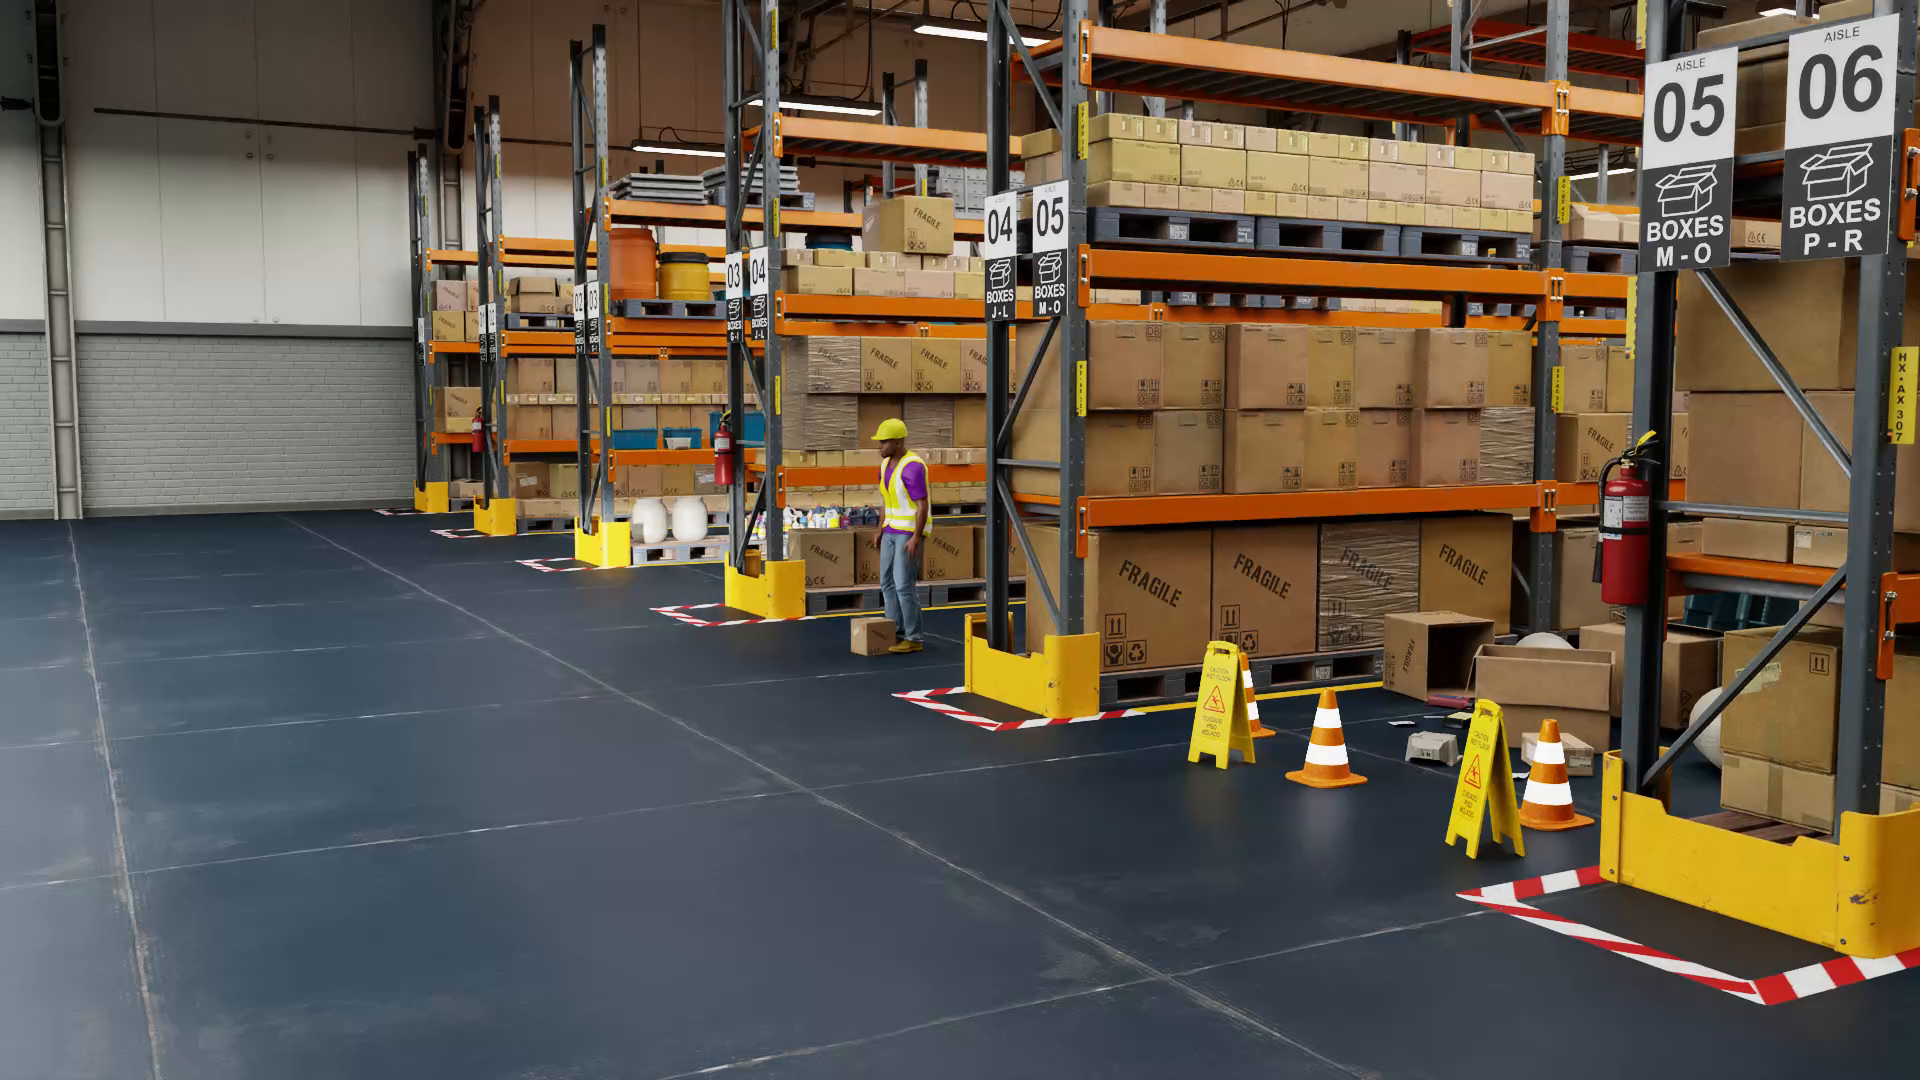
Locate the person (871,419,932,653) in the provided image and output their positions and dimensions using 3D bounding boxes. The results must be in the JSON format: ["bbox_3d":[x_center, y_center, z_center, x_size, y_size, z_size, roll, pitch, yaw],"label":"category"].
[{"bbox_3d":[-0.464,-0.037,12.575,0.463,1.760,0.632,-3,6,-30],"label":"person"}]
